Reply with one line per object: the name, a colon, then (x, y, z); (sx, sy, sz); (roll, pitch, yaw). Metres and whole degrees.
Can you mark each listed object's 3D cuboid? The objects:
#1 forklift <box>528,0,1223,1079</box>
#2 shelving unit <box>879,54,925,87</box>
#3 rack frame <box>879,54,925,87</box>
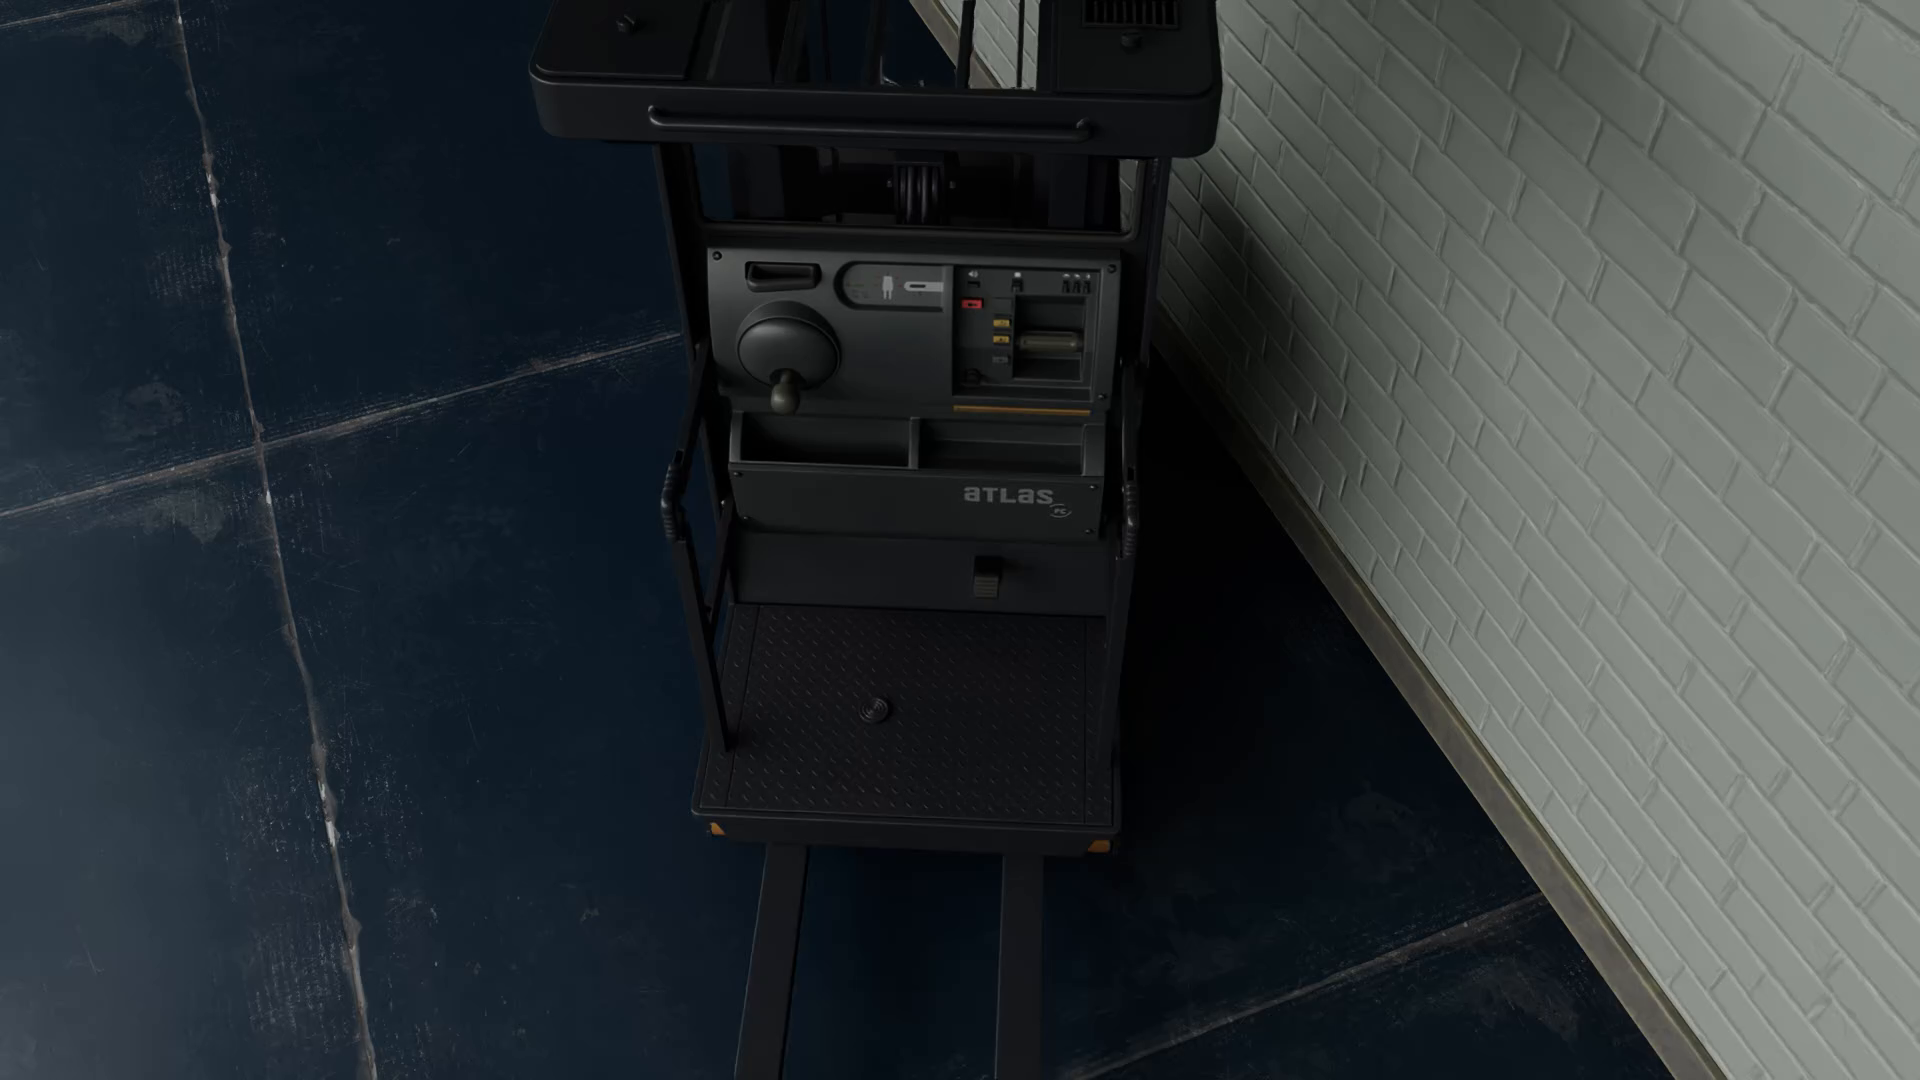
forklift: (-0.114, -0.372, 3.637); (1.130, 2.935, 3.031); (2, 49, 2)
shelving unit: (-0.267, -1.049, 5.459); (0.252, 1.050, 0.215); (-37, 59, -27)
rack frame: (-0.180, -1.115, 5.515); (0.008, 1.050, 0.200); (-37, 59, -27)
